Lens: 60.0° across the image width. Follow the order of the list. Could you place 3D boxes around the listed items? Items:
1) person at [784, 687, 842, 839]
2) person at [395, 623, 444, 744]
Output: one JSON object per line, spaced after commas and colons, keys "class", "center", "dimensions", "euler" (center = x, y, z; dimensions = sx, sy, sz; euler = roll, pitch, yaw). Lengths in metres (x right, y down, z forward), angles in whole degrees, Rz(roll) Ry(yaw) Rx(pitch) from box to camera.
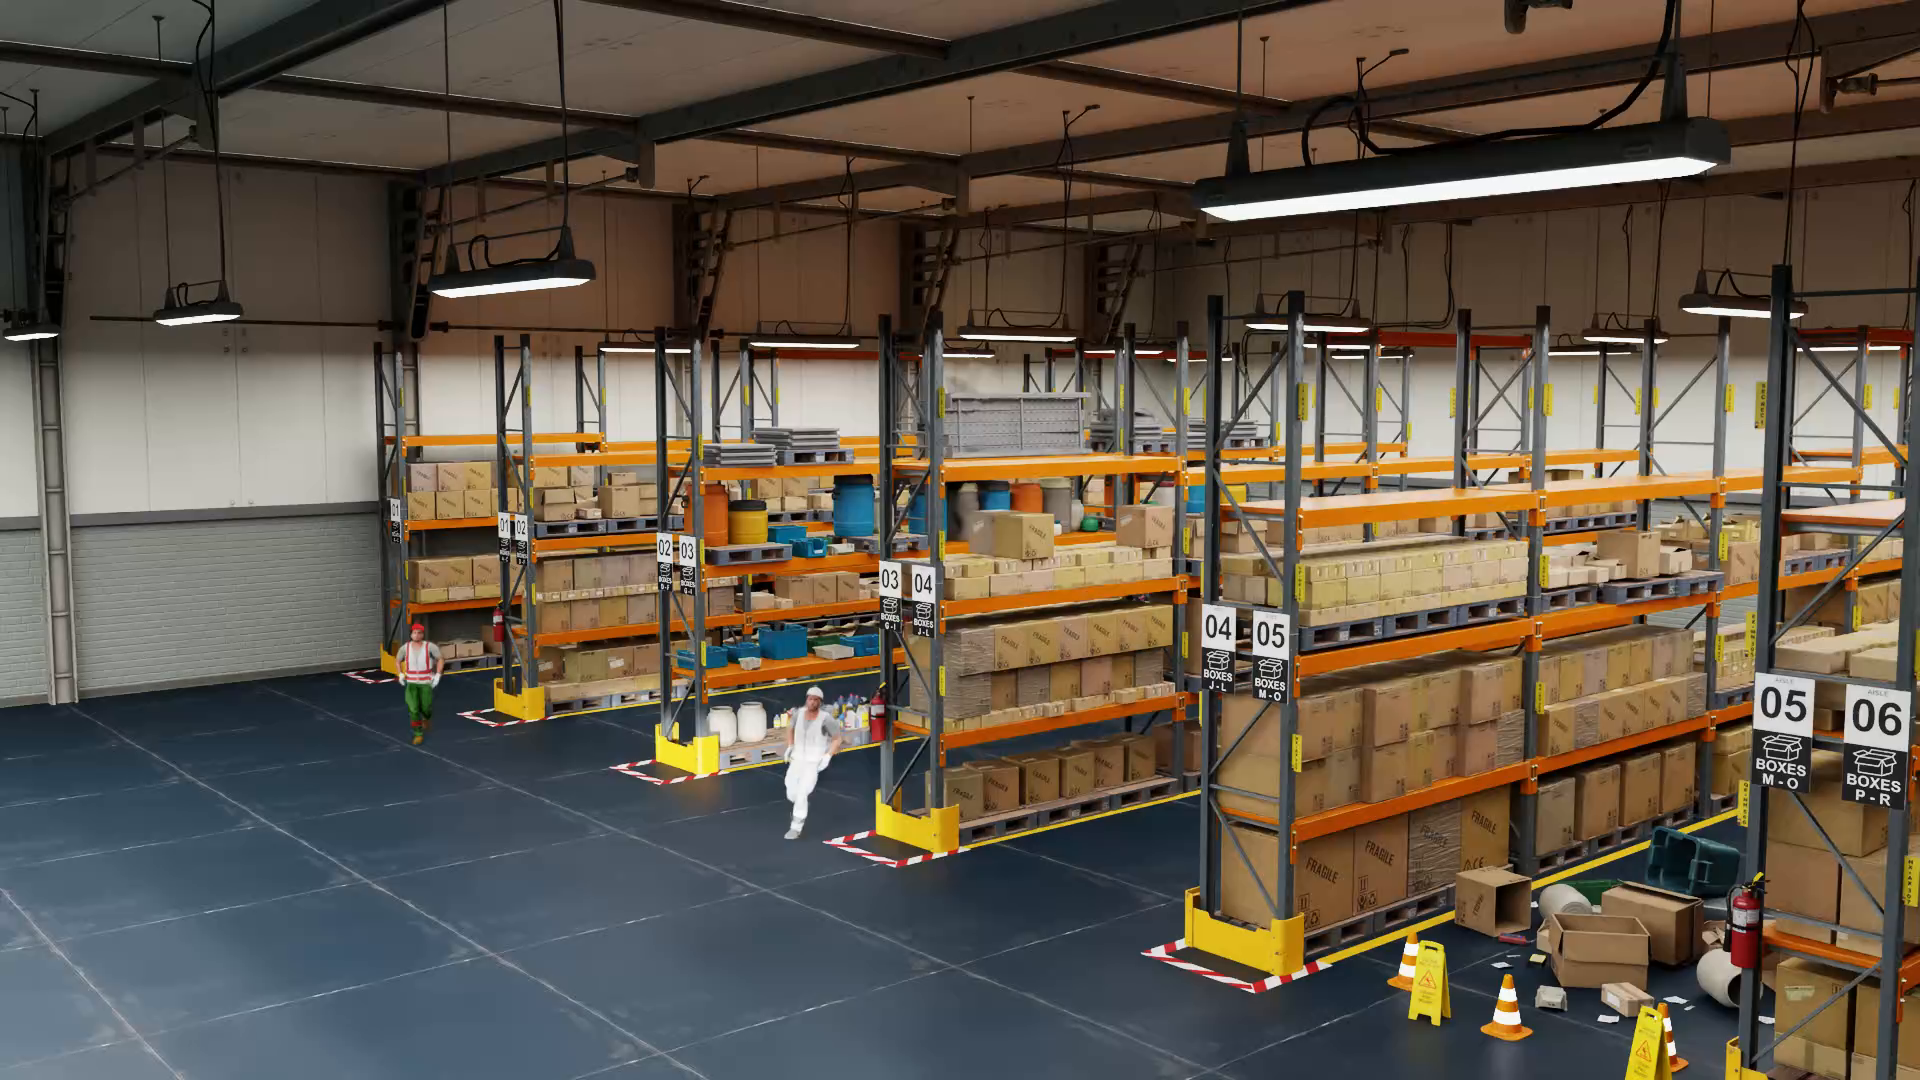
{"class": "person", "center": [-1.710, 2.547, 19.231], "dimensions": [0.702, 1.738, 0.677], "euler": [1, 5, 16]}
{"class": "person", "center": [-7.936, 2.081, 24.422], "dimensions": [0.692, 1.751, 0.670], "euler": [-1, 5, -13]}
